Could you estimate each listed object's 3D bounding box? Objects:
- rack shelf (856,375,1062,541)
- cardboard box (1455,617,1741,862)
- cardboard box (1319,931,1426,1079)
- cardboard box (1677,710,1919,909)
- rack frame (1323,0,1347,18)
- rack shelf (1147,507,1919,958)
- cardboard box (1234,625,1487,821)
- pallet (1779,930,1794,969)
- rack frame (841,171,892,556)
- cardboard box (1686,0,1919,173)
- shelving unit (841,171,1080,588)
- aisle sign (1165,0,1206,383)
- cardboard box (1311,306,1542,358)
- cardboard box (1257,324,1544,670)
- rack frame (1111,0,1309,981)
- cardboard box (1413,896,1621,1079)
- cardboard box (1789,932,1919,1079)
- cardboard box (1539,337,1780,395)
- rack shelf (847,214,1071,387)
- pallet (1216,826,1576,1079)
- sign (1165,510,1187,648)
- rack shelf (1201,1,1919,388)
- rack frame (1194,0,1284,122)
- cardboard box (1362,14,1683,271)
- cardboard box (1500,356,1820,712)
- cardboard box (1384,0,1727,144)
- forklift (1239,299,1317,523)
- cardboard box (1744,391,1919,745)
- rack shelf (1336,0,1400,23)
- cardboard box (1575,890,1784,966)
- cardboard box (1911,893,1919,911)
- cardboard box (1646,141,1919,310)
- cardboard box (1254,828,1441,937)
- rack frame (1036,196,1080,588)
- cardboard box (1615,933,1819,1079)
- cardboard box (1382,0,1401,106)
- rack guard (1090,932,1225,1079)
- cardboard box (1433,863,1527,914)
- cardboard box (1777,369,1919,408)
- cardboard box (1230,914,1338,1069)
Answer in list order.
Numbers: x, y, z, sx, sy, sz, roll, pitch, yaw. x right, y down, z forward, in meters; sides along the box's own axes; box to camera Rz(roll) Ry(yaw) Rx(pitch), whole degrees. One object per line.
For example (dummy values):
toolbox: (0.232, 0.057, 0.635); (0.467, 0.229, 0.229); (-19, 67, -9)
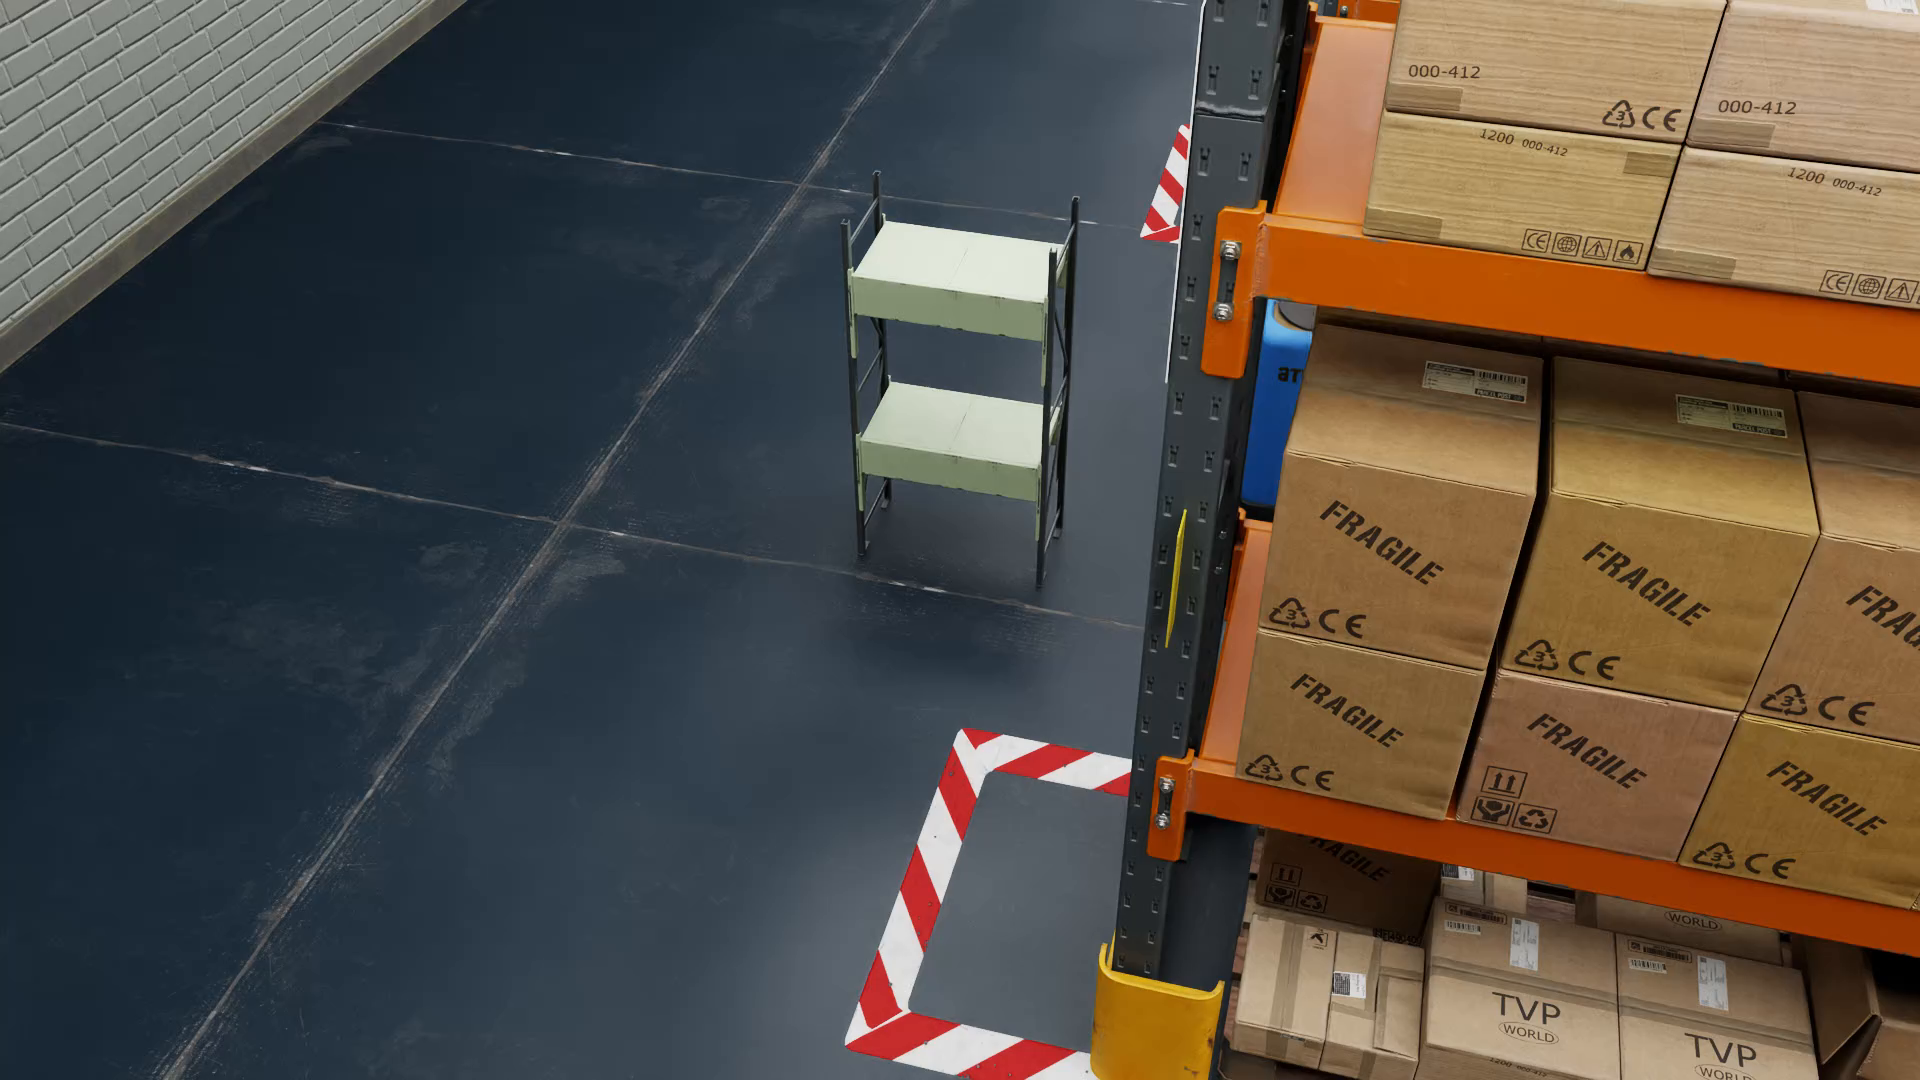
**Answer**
rack shelf: (0.006, -0.324, 6.476); (0.720, 0.370, 0.431); (10, 41, 11)
cardboard box: (1.473, 0.362, 3.908); (0.500, 0.500, 0.500); (9, 41, 11)
cardboard box: (1.170, 1.322, 4.705); (0.250, 0.166, 0.380); (10, 41, 11)
cardboard box: (1.957, 0.448, 3.807); (0.500, 0.500, 0.500); (10, 41, 11)
rack frame: (1.897, -2.996, 7.985); (0.127, 3.000, 1.000); (10, 41, 11)
rack shelf: (2.545, 0.689, 4.157); (4.000, 0.370, 1.077); (10, 41, 11)
cardboard box: (0.974, 0.280, 4.007); (0.500, 0.500, 0.500); (11, 41, 12)
pallet: (2.632, 1.497, 4.803); (1.213, 0.211, 1.003); (10, 41, 11)
rack frame: (-0.347, -0.634, 6.339); (0.023, 1.500, 0.400); (10, 41, 11)
cardboard box: (1.523, -0.867, 2.846); (0.500, 0.250, 0.500); (10, 41, 11)
shelving unit: (0.006, -0.573, 6.266); (0.755, 1.500, 0.431); (10, 41, 11)
aisle sign: (0.471, -0.744, 3.282); (0.004, 0.787, 0.394); (10, 41, 11)
cardboard box: (1.114, -0.437, 4.083); (0.500, 0.500, 0.500); (9, 41, 11)
cardboard box: (0.974, -0.103, 3.685); (0.500, 0.500, 0.500); (11, 41, 13)
rack frame: (0.613, 0.081, 4.322); (0.127, 3.000, 1.000); (10, 41, 11)
cardboard box: (1.548, 1.315, 4.648); (0.500, 0.250, 0.500); (10, 41, 11)
cardboard box: (2.661, 1.224, 4.559); (0.637, 0.503, 0.797); (10, 41, 11)
cardboard box: (1.602, -0.354, 3.984); (0.500, 0.500, 0.500); (11, 41, 13)
rack shelf: (0.006, -0.872, 6.015); (0.720, 0.370, 0.431); (10, 41, 11)
pallet: (1.457, 1.293, 5.046); (1.213, 0.211, 1.003); (10, 41, 11)
sign: (0.473, 0.086, 3.642); (0.005, 0.325, 0.100); (10, 41, 11)
rack shelf: (2.545, -0.460, 3.193); (4.000, 0.370, 1.077); (10, 41, 11)
rack frame: (0.613, -2.217, 2.392); (0.127, 3.000, 1.000); (10, 41, 11)
cardboard box: (1.044, -0.767, 3.116); (0.500, 0.250, 0.500); (10, 41, 11)
cardboard box: (1.481, -0.021, 3.587); (0.500, 0.500, 0.500); (10, 41, 12)
cardboard box: (1.042, -0.955, 2.950); (0.500, 0.250, 0.500); (10, 41, 11)
forklift: (2.627, -1.135, 5.822); (3.031, 2.935, 1.130); (9, 41, 10)
cardboard box: (1.963, 0.065, 3.485); (0.500, 0.500, 0.500); (10, 41, 12)
rack shelf: (3.829, -2.388, 7.821); (4.000, 0.370, 1.077); (10, 41, 11)
cardboard box: (2.112, 1.079, 4.929); (0.500, 0.250, 0.500); (10, 41, 11)
cardboard box: (2.440, 0.532, 3.707); (0.500, 0.500, 0.500); (10, 41, 12)
cardboard box: (1.523, -0.676, 3.007); (0.500, 0.250, 0.500); (10, 41, 11)
cardboard box: (1.202, 0.807, 5.059); (0.500, 0.500, 0.500); (10, 41, 11)
rack frame: (0.360, -0.512, 6.194); (0.023, 1.500, 0.400); (10, 41, 11)
cardboard box: (2.031, 1.398, 4.549); (0.500, 0.250, 0.500); (10, 41, 11)
cardboard box: (1.178, -1.089, 3.499); (0.500, 0.250, 0.500); (10, 41, 11)
rack guard: (0.687, 1.050, 5.111); (0.348, 0.500, 1.175); (10, 41, 11)
cardboard box: (1.570, 1.058, 5.019); (0.250, 0.166, 0.380); (10, 41, 11)
cardboard box: (2.104, -0.271, 3.885); (0.500, 0.500, 0.500); (11, 41, 13)
cardboard box: (0.929, 1.287, 4.760); (0.250, 0.149, 0.380); (10, 41, 11)
